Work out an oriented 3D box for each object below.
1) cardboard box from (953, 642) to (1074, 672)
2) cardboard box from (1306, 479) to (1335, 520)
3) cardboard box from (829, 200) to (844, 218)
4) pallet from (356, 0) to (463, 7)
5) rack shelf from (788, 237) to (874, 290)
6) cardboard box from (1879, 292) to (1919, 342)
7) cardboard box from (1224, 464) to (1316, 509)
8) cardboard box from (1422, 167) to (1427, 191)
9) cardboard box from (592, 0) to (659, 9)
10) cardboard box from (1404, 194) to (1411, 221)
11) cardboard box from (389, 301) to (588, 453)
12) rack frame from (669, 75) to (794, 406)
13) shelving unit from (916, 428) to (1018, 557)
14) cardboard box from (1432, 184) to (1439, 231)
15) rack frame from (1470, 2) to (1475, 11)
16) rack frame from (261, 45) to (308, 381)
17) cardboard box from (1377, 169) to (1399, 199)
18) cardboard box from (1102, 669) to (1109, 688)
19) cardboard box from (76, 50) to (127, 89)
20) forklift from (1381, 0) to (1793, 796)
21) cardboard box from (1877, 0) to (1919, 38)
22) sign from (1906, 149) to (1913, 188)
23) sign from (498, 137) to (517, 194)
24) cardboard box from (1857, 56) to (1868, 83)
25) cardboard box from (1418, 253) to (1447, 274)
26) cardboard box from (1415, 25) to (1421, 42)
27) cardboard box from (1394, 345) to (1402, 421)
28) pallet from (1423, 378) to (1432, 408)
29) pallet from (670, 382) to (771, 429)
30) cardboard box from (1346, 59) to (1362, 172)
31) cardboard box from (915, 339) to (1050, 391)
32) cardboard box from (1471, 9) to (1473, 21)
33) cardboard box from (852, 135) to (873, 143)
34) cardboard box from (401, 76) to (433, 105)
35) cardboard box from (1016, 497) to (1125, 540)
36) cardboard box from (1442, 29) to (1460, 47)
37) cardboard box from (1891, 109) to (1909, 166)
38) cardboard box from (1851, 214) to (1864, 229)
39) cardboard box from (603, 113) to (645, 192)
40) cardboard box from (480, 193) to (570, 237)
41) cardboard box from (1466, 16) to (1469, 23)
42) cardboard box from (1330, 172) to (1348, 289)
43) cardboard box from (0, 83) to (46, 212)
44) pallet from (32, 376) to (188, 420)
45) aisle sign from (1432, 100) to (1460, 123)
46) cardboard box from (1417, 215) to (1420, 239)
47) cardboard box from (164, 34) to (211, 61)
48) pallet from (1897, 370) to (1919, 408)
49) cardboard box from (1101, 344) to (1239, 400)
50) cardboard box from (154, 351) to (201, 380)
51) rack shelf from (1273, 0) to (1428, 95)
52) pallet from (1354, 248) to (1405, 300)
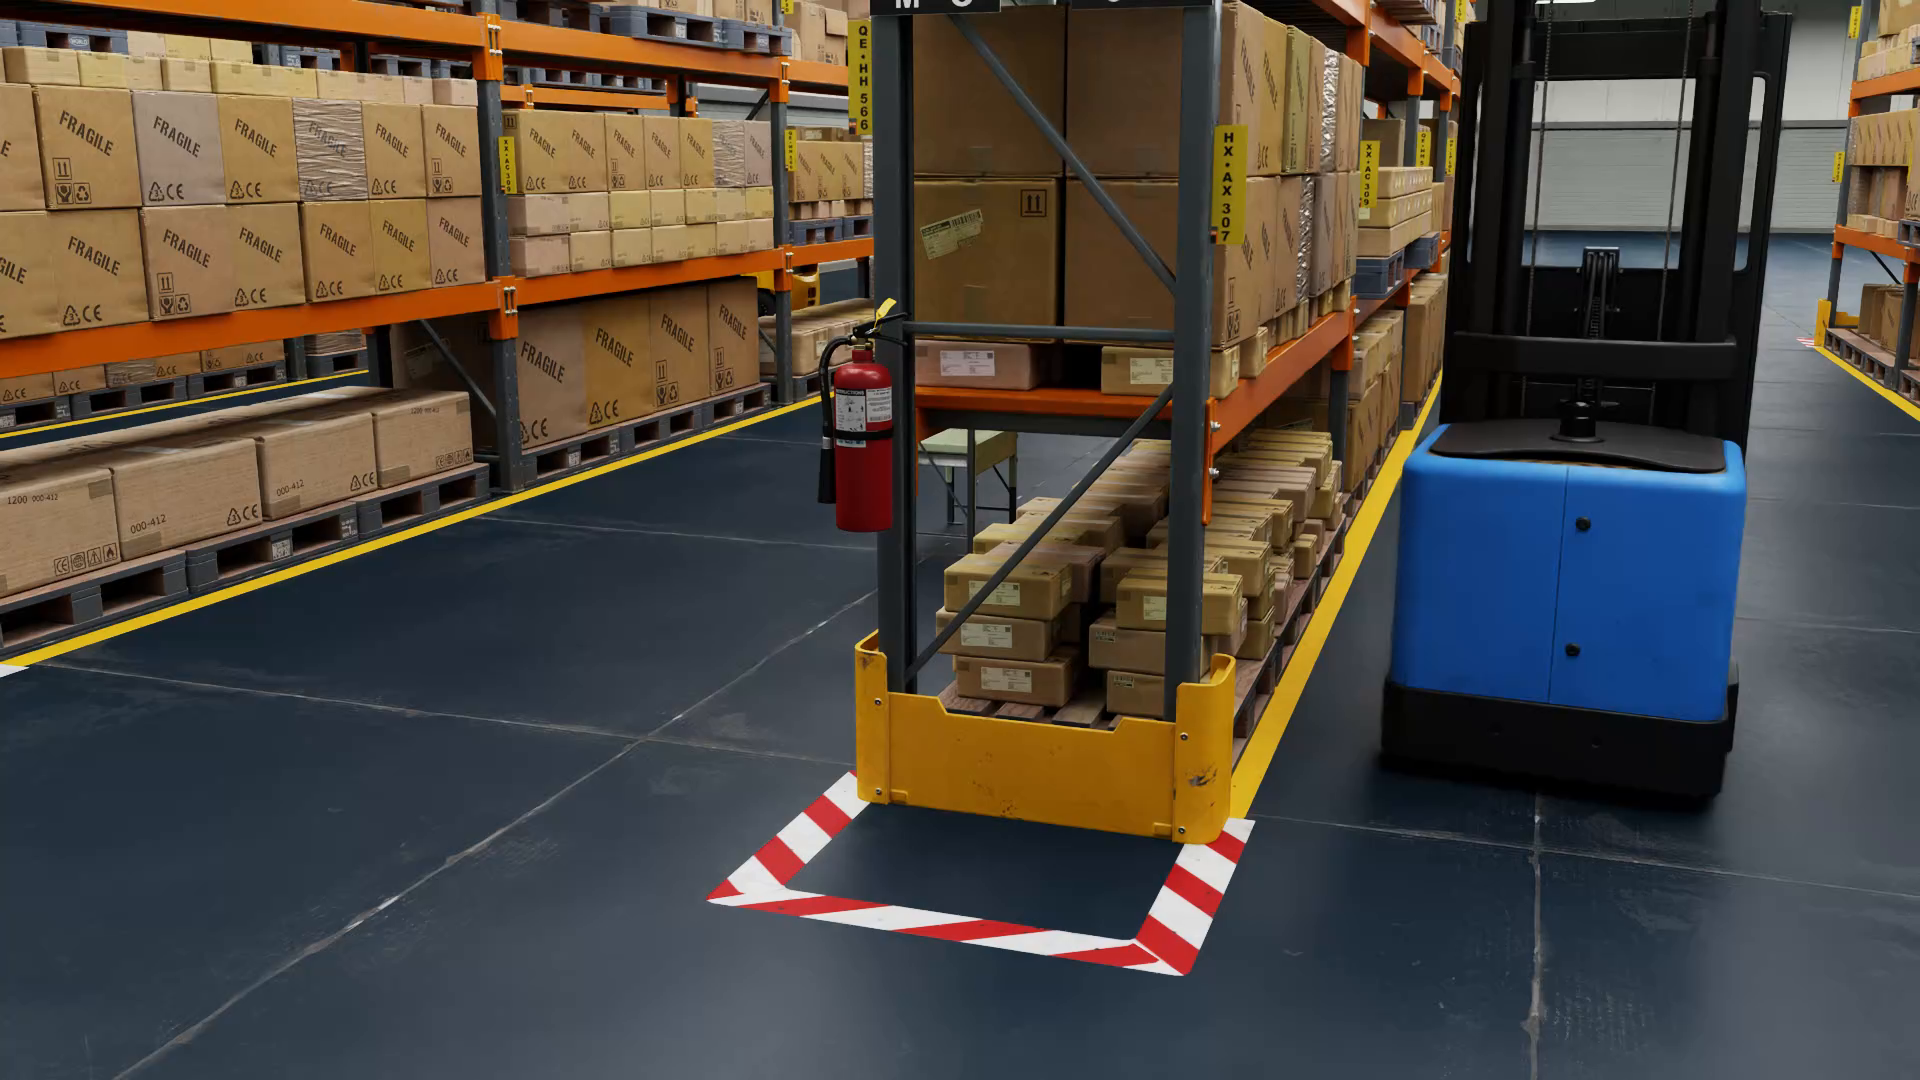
[{"bbox_3d":[0.195,0.391,5.997,0.380,0.149,0.250,5,14,20],"label":"cardboard box"},{"bbox_3d":[1.582,-0.204,7.936,0.380,0.149,0.250,4,13,16],"label":"cardboard box"},{"bbox_3d":[-1.249,-2.932,14.712,0.380,0.149,0.250,4,14,19],"label":"cardboard box"},{"bbox_3d":[-3.463,-3.032,8.989,1.003,0.211,1.213,4,14,18],"label":"pallet"},{"bbox_3d":[-1.247,-2.697,15.679,1.077,0.370,4.000,4,14,18],"label":"rack shelf"},{"bbox_3d":[9.472,-2.194,16.535,0.500,0.500,0.500,6,14,24],"label":"cardboard box"},{"bbox_3d":[1.383,-0.238,7.416,0.380,0.149,0.250,4,13,16],"label":"cardboard box"},{"bbox_3d":[2.847,-2.363,10.884,0.380,0.149,0.250,5,14,20],"label":"cardboard box"},{"bbox_3d":[-2.266,-3.745,11.273,0.396,0.266,0.258,6,14,23],"label":"cardboard box"},{"bbox_3d":[2.425,-1.947,9.730,0.380,0.149,0.250,5,14,21],"label":"cardboard box"},{"bbox_3d":[-3.063,-1.089,10.851,0.875,0.875,0.875,5,14,20],"label":"cardboard box"},{"bbox_3d":[-1.894,-2.626,13.754,1.000,3.000,0.127,4,14,18],"label":"rack frame"},{"bbox_3d":[0.002,-0.733,8.827,0.431,1.500,0.755,4,14,18],"label":"shelving unit"},{"bbox_3d":[3.874,-2.840,14.466,0.500,0.500,0.500,5,14,19],"label":"cardboard box"},{"bbox_3d":[5.411,-6.900,18.998,1.000,3.000,0.127,4,14,18],"label":"rack frame"},{"bbox_3d":[-6.592,-2.983,15.316,1.000,3.000,0.127,4,14,18],"label":"rack frame"},{"bbox_3d":[2.091,-1.871,8.729,0.380,0.149,0.250,5,14,21],"label":"cardboard box"},{"bbox_3d":[0.714,0.430,5.826,0.380,0.149,0.250,4,14,18],"label":"cardboard box"},{"bbox_3d":[-3.827,-2.013,7.136,0.380,0.149,0.250,4,13,17],"label":"cardboard box"},{"bbox_3d":[2.467,-0.909,6.385,1.130,2.935,3.031,5,14,23],"label":"forklift"},{"bbox_3d":[9.336,-5.204,16.290,0.500,0.500,0.500,4,14,18],"label":"cardboard box"},{"bbox_3d":[8.261,-3.215,14.385,0.100,0.325,0.005,4,14,18],"label":"sign"},{"bbox_3d":[-2.662,-2.205,9.785,0.100,0.325,0.005,4,14,18],"label":"sign"},{"bbox_3d":[9.671,-4.904,17.328,0.500,0.250,0.500,5,14,20],"label":"cardboard box"},{"bbox_3d":[4.387,-2.430,16.723,0.875,0.875,0.875,5,14,19],"label":"cardboard box"},{"bbox_3d":[2.878,-3.664,11.334,0.500,0.500,0.500,4,14,18],"label":"cardboard box"},{"bbox_3d":[2.857,-1.120,11.827,0.500,0.500,0.500,4,14,18],"label":"cardboard box"},{"bbox_3d":[3.546,-1.348,14.421,1.003,0.211,1.213,4,14,18],"label":"pallet"},{"bbox_3d":[-2.220,-1.106,13.361,1.003,0.211,1.213,4,14,18],"label":"pallet"},{"bbox_3d":[1.632,-2.012,7.921,0.500,0.500,0.500,4,13,16],"label":"cardboard box"},{"bbox_3d":[0.072,-0.573,5.324,0.380,0.149,0.250,4,14,18],"label":"cardboard box"},{"bbox_3d":[5.376,-5.701,18.090,0.380,0.149,0.250,5,14,19],"label":"cardboard box"},{"bbox_3d":[-0.812,-3.864,15.883,0.380,0.149,0.250,4,13,16],"label":"cardboard box"},{"bbox_3d":[-3.175,-2.501,9.276,0.380,0.149,0.250,5,14,20],"label":"cardboard box"},{"bbox_3d":[0.443,-0.064,6.655,0.380,0.149,0.250,5,14,20],"label":"cardboard box"},{"bbox_3d":[4.556,-4.779,15.840,0.380,0.149,0.250,4,13,17],"label":"cardboard box"},{"bbox_3d":[8.823,-3.656,15.126,0.500,0.500,0.500,4,14,18],"label":"cardboard box"},{"bbox_3d":[9.560,-3.329,17.397,0.380,0.149,0.250,4,14,18],"label":"cardboard box"},{"bbox_3d":[-2.471,-2.607,11.197,0.500,0.500,0.500,4,13,17],"label":"cardboard box"},{"bbox_3d":[-2.779,-2.027,10.342,0.500,0.250,0.500,4,13,17],"label":"cardboard box"},{"bbox_3d":[5.028,-5.323,17.329,0.500,0.250,0.500,4,14,19],"label":"cardboard box"},{"bbox_3d":[1.470,-1.411,7.537,0.500,0.500,0.500,4,13,17],"label":"cardboard box"},{"bbox_3d":[-4.057,-1.559,6.605,0.500,0.500,0.500,4,13,17],"label":"cardboard box"},{"bbox_3d":[-7.265,-1.213,13.828,1.003,0.211,1.213,4,14,18],"label":"pallet"},{"bbox_3d":[5.718,-5.236,19.347,0.394,0.787,0.004,4,14,18],"label":"aisle sign"},{"bbox_3d":[2.763,-2.021,10.723,0.380,0.149,0.250,4,13,16],"label":"cardboard box"},{"bbox_3d":[-6.690,-4.141,13.985,0.500,0.250,0.500,4,14,19],"label":"cardboard box"},{"bbox_3d":[8.527,-1.232,13.909,1.003,0.211,1.213,4,14,18],"label":"pallet"},{"bbox_3d":[0.649,-0.529,5.129,0.380,0.149,0.250,4,14,18],"label":"cardboard box"},{"bbox_3d":[-6.864,-1.650,14.148,0.500,0.500,0.500,5,14,21],"label":"cardboard box"},{"bbox_3d":[2.176,-2.982,10.187,1.077,0.370,4.000,4,14,18],"label":"rack shelf"},{"bbox_3d":[1.913,-1.506,9.276,1.003,0.211,1.213,4,14,18],"label":"pallet"}]
